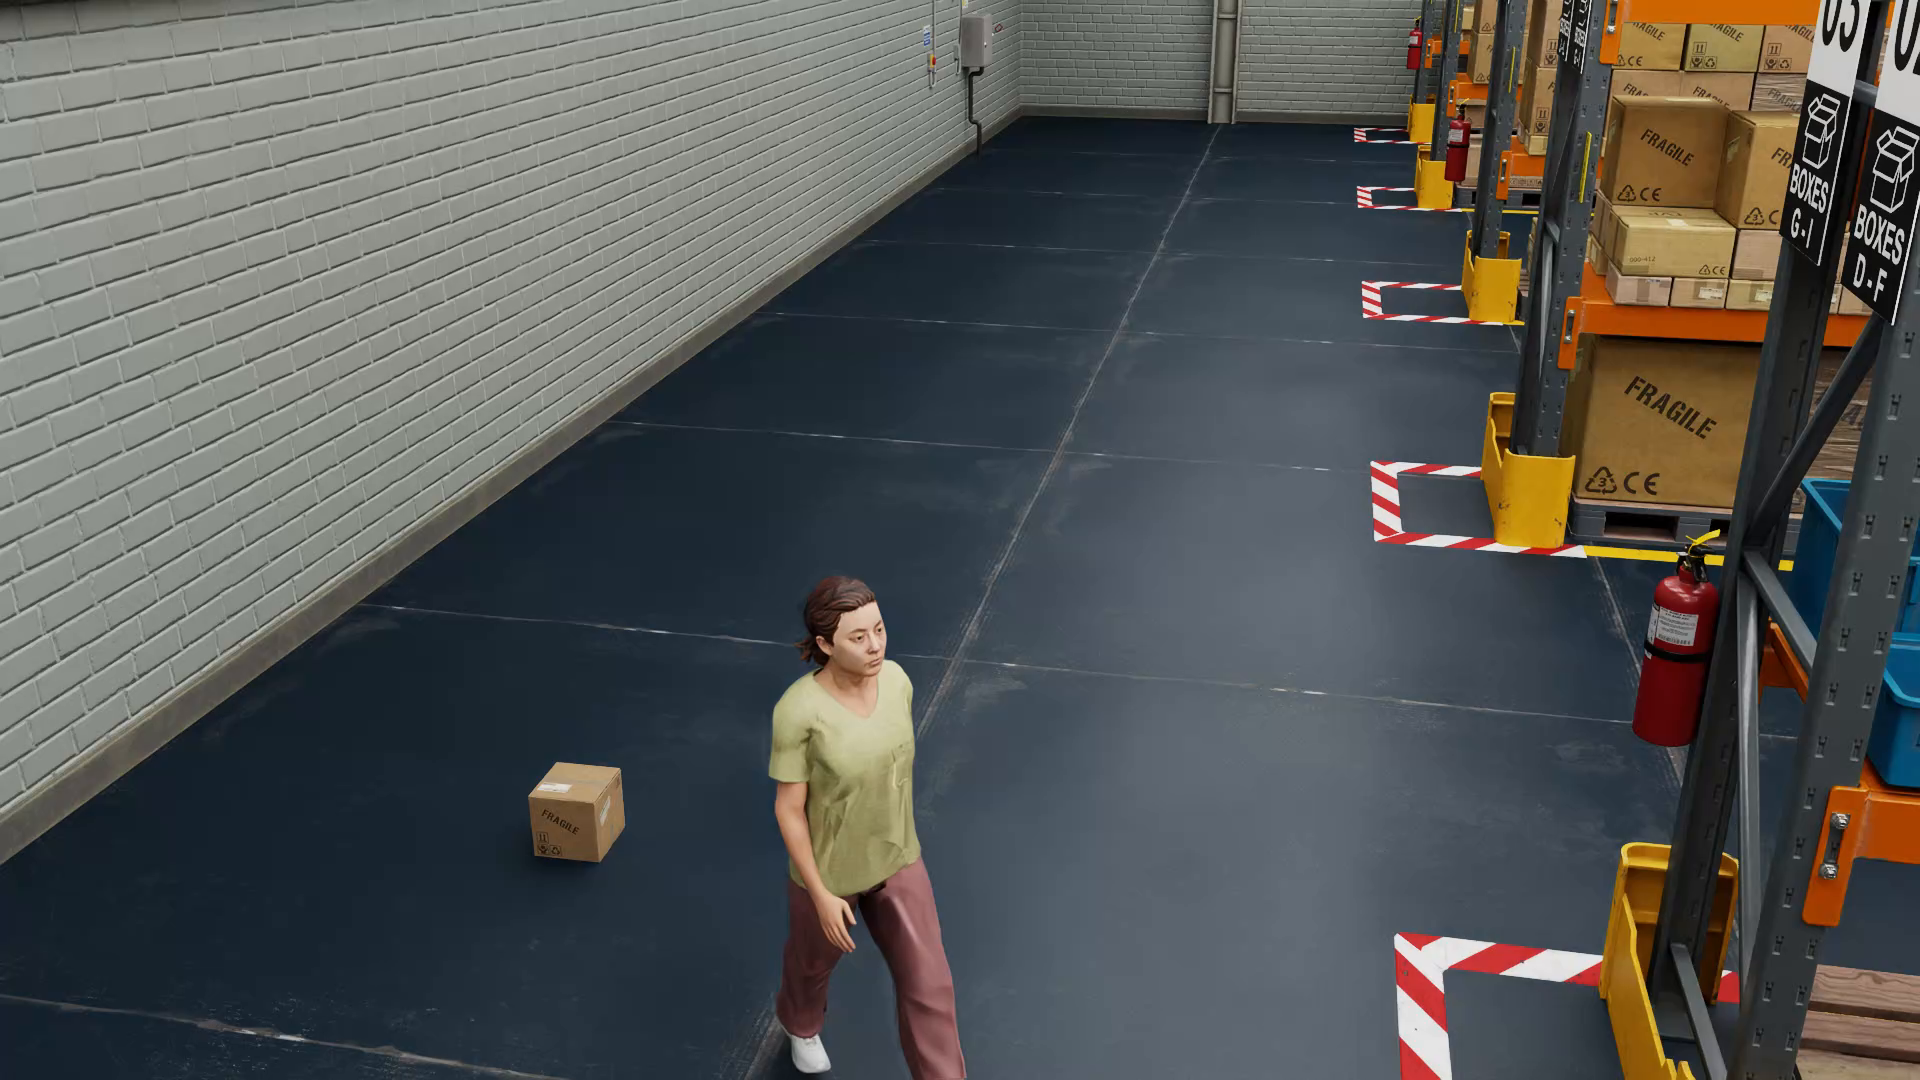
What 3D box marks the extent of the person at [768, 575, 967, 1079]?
[{"bbox_3d":[-0.246,0.873,4.351,0.458,1.605,1.027,-12,25,-28],"label":"person"}]
